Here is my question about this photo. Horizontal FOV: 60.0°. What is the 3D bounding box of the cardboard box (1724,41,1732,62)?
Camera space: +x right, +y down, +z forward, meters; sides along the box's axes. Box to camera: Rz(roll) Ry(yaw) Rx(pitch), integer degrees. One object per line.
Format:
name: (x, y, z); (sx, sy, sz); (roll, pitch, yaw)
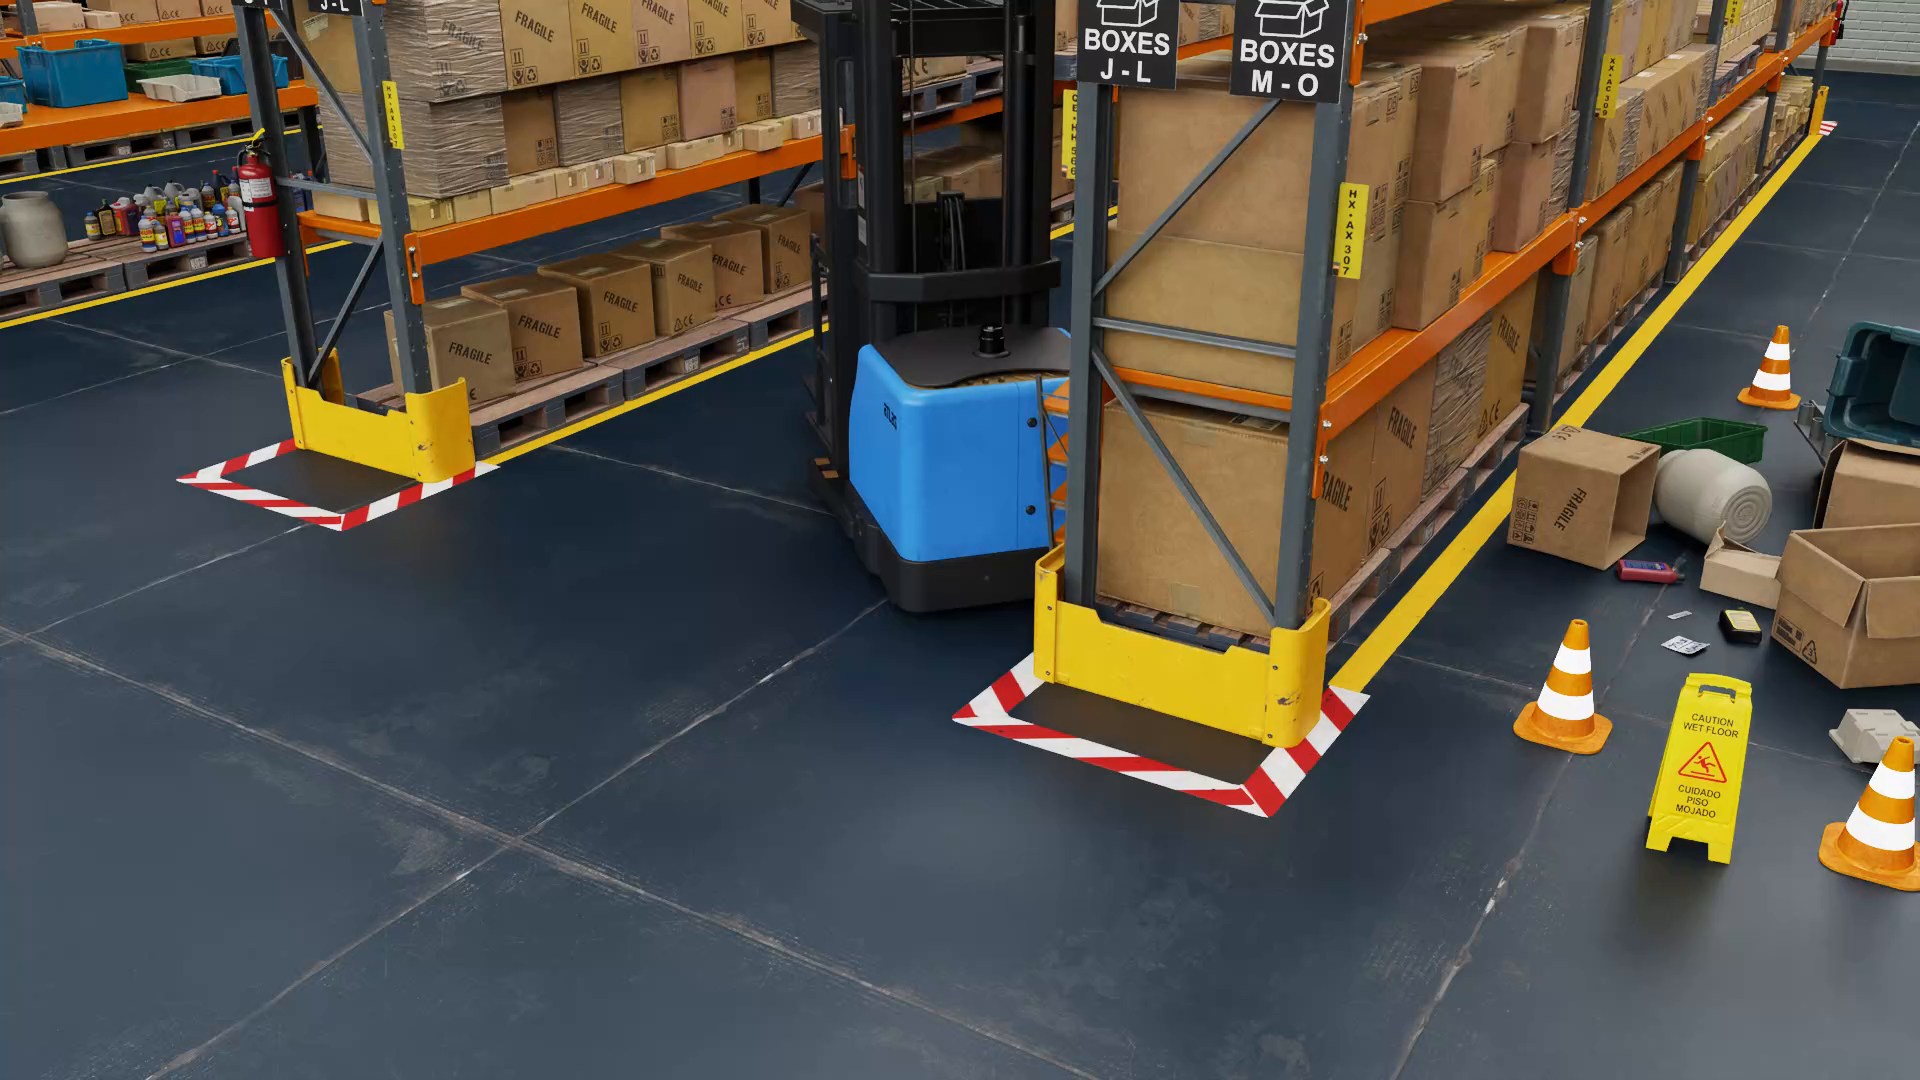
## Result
cardboard box: (5.934, -3.913, 13.301); (0.380, 0.149, 0.250); (15, 28, 31)

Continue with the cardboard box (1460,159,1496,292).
cardboard box: (1.958, -1.498, 7.745); (0.875, 0.550, 0.500); (14, 27, 29)

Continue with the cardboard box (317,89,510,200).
cardboard box: (-2.965, -2.189, 9.031); (0.875, 0.500, 0.500); (14, 27, 29)

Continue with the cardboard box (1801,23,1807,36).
cardboard box: (8.293, -5.170, 16.733); (0.380, 0.149, 0.250); (15, 28, 31)

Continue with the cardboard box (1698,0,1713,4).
cardboard box: (5.923, -4.182, 13.173); (0.380, 0.149, 0.250); (13, 26, 27)

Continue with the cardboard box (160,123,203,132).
cardboard box: (-8.617, -4.617, 18.072); (0.500, 0.250, 0.500); (13, 27, 27)

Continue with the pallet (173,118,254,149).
pallet: (-8.584, -4.645, 18.714); (1.003, 0.211, 1.213); (14, 27, 29)

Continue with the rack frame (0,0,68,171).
rack frame: (-9.582, -5.254, 16.612); (1.000, 3.000, 0.127); (14, 27, 29)

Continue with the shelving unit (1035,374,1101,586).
shelving unit: (0.601, -0.271, 7.272); (0.258, 1.200, 0.503); (14, 38, 29)

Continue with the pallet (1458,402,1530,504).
pallet: (2.525, -0.584, 9.333); (1.003, 0.211, 1.213); (14, 27, 29)

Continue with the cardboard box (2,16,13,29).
cardboard box: (-12.372, -6.607, 21.385); (0.500, 0.250, 0.500); (14, 27, 30)

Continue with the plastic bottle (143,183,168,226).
plastic bottle: (-6.576, -2.746, 13.598); (0.144, 0.351, 0.185); (15, 28, 31)

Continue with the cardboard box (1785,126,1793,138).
cardboard box: (8.598, -4.364, 17.616); (0.380, 0.149, 0.250); (14, 27, 30)

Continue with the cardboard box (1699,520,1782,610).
cardboard box: (3.650, 0.117, 7.645); (0.396, 0.266, 0.258); (20, 30, 38)

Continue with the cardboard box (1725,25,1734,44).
cardboard box: (5.940, -4.057, 13.258); (0.380, 0.149, 0.250); (14, 27, 29)

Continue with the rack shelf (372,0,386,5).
rack shelf: (-2.223, -3.549, 9.801); (1.077, 0.370, 4.000); (14, 27, 29)

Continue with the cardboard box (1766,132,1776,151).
cardboard box: (7.675, -3.880, 16.122); (0.380, 0.149, 0.250); (15, 28, 31)

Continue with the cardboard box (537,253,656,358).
cardboard box: (-2.302, -1.496, 10.548); (0.500, 0.500, 0.500); (17, 29, 34)

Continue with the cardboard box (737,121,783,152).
cardboard box: (-1.392, -2.666, 10.948); (0.380, 0.149, 0.250); (14, 27, 29)

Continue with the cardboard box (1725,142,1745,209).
cardboard box: (6.491, -3.201, 14.487); (0.500, 0.500, 0.500); (13, 27, 28)

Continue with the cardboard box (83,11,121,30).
cardboard box: (-8.941, -5.395, 17.253); (0.380, 0.149, 0.250); (14, 27, 29)

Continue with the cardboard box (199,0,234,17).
cardboard box: (-8.343, -6.081, 18.394); (0.500, 0.500, 0.500); (12, 26, 26)

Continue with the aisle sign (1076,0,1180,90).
aisle sign: (0.590, -1.985, 5.788); (0.394, 0.787, 0.004); (14, 27, 29)

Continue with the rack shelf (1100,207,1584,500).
rack shelf: (1.937, -1.098, 7.917); (1.077, 0.370, 4.000); (14, 27, 29)

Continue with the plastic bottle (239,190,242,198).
plastic bottle: (-5.843, -2.732, 13.650); (0.061, 0.283, 0.133); (14, 27, 29)

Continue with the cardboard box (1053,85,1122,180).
cardboard box: (1.323, -3.973, 15.799); (1.225, 0.875, 0.875); (12, 26, 27)

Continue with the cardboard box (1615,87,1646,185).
cardboard box: (3.764, -2.441, 9.987); (0.500, 0.500, 0.500); (14, 27, 29)

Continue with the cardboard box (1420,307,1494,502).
cardboard box: (2.129, -0.819, 8.511); (0.875, 0.875, 0.875); (14, 27, 29)

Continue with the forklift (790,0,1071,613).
forklift: (-0.181, -1.584, 8.220); (1.130, 2.935, 3.031); (-7, 24, -15)

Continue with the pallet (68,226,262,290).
pallet: (-6.408, -2.304, 13.307); (1.003, 0.211, 1.213); (14, 27, 29)

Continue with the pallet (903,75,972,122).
pallet: (-0.641, -3.317, 12.377); (1.003, 0.211, 1.213); (14, 27, 29)

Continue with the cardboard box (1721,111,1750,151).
cardboard box: (6.485, -3.537, 14.319); (0.500, 0.250, 0.500); (13, 26, 27)

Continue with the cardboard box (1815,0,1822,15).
cardboard box: (8.497, -5.619, 16.953); (0.500, 0.500, 0.500); (15, 28, 32)

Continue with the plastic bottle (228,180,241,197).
plastic bottle: (-6.128, -2.905, 14.066); (0.097, 0.271, 0.097); (0, 23, 0)

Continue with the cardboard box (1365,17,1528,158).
cardboard box: (2.175, -2.187, 7.979); (0.875, 0.550, 0.550); (14, 27, 29)

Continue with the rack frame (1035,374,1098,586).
rack frame: (0.472, -0.150, 7.104); (0.240, 1.200, 0.015); (14, 38, 29)

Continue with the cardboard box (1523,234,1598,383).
cardboard box: (3.243, -1.492, 10.225); (1.050, 0.750, 0.750); (14, 27, 29)

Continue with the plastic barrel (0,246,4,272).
plastic barrel: (-7.204, -2.154, 12.053); (0.421, 0.512, 0.421); (0, 23, 0)

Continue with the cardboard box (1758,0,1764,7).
cardboard box: (6.749, -4.711, 14.396); (0.380, 0.149, 0.250); (14, 27, 29)

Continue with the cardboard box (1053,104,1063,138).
cardboard box: (0.614, -3.694, 14.655); (0.500, 0.250, 0.500); (15, 28, 31)

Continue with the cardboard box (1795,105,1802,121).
cardboard box: (8.751, -4.583, 17.747); (0.380, 0.149, 0.250); (14, 27, 30)

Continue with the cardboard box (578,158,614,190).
cardboard box: (-2.272, -2.181, 9.829); (0.380, 0.149, 0.250); (14, 27, 29)

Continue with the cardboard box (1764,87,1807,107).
cardboard box: (8.763, -4.716, 17.680); (0.380, 0.149, 0.250); (15, 28, 31)

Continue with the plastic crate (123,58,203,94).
plastic crate: (-6.332, -3.719, 13.331); (0.450, 0.188, 0.662); (14, 27, 29)

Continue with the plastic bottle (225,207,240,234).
plastic bottle: (-5.871, -2.582, 13.406); (0.097, 0.201, 0.097); (0, 23, 0)

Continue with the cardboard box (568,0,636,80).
cardboard box: (-2.224, -2.933, 9.491); (0.500, 0.500, 0.500); (14, 27, 29)

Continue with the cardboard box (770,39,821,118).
cardboard box: (-1.458, -3.221, 11.414); (0.875, 0.500, 0.500); (14, 27, 29)

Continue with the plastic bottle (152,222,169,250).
plastic bottle: (-6.210, -2.364, 12.904); (0.097, 0.201, 0.097); (0, 23, 0)

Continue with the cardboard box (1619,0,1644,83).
cardboard box: (3.786, -3.122, 10.301); (0.700, 0.500, 0.500); (14, 27, 29)

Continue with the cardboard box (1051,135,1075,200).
cardboard box: (0.605, -3.352, 14.809); (0.700, 0.500, 0.500); (12, 26, 26)

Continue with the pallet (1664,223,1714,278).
pallet: (5.516, -2.437, 13.615); (1.003, 0.211, 1.213); (14, 27, 29)

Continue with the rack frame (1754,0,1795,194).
rack frame: (7.212, -4.804, 15.571); (1.000, 3.000, 0.127); (14, 27, 29)

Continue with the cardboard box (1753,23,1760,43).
cardboard box: (6.769, -4.450, 14.540); (0.380, 0.149, 0.250); (12, 26, 26)

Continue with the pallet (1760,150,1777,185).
pallet: (7.536, -3.758, 16.665); (1.003, 0.211, 1.213); (14, 27, 29)

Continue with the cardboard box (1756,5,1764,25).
cardboard box: (6.758, -4.576, 14.459); (0.380, 0.149, 0.250); (13, 27, 27)

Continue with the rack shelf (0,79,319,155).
rack shelf: (-6.431, -3.210, 12.795); (1.077, 0.370, 4.000); (14, 27, 29)

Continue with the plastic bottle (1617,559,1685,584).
plastic bottle: (3.252, 0.151, 7.825); (0.283, 0.061, 0.133); (5, 24, 11)

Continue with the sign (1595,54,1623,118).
sign: (3.465, -2.421, 8.878); (0.100, 0.325, 0.005); (14, 27, 29)
